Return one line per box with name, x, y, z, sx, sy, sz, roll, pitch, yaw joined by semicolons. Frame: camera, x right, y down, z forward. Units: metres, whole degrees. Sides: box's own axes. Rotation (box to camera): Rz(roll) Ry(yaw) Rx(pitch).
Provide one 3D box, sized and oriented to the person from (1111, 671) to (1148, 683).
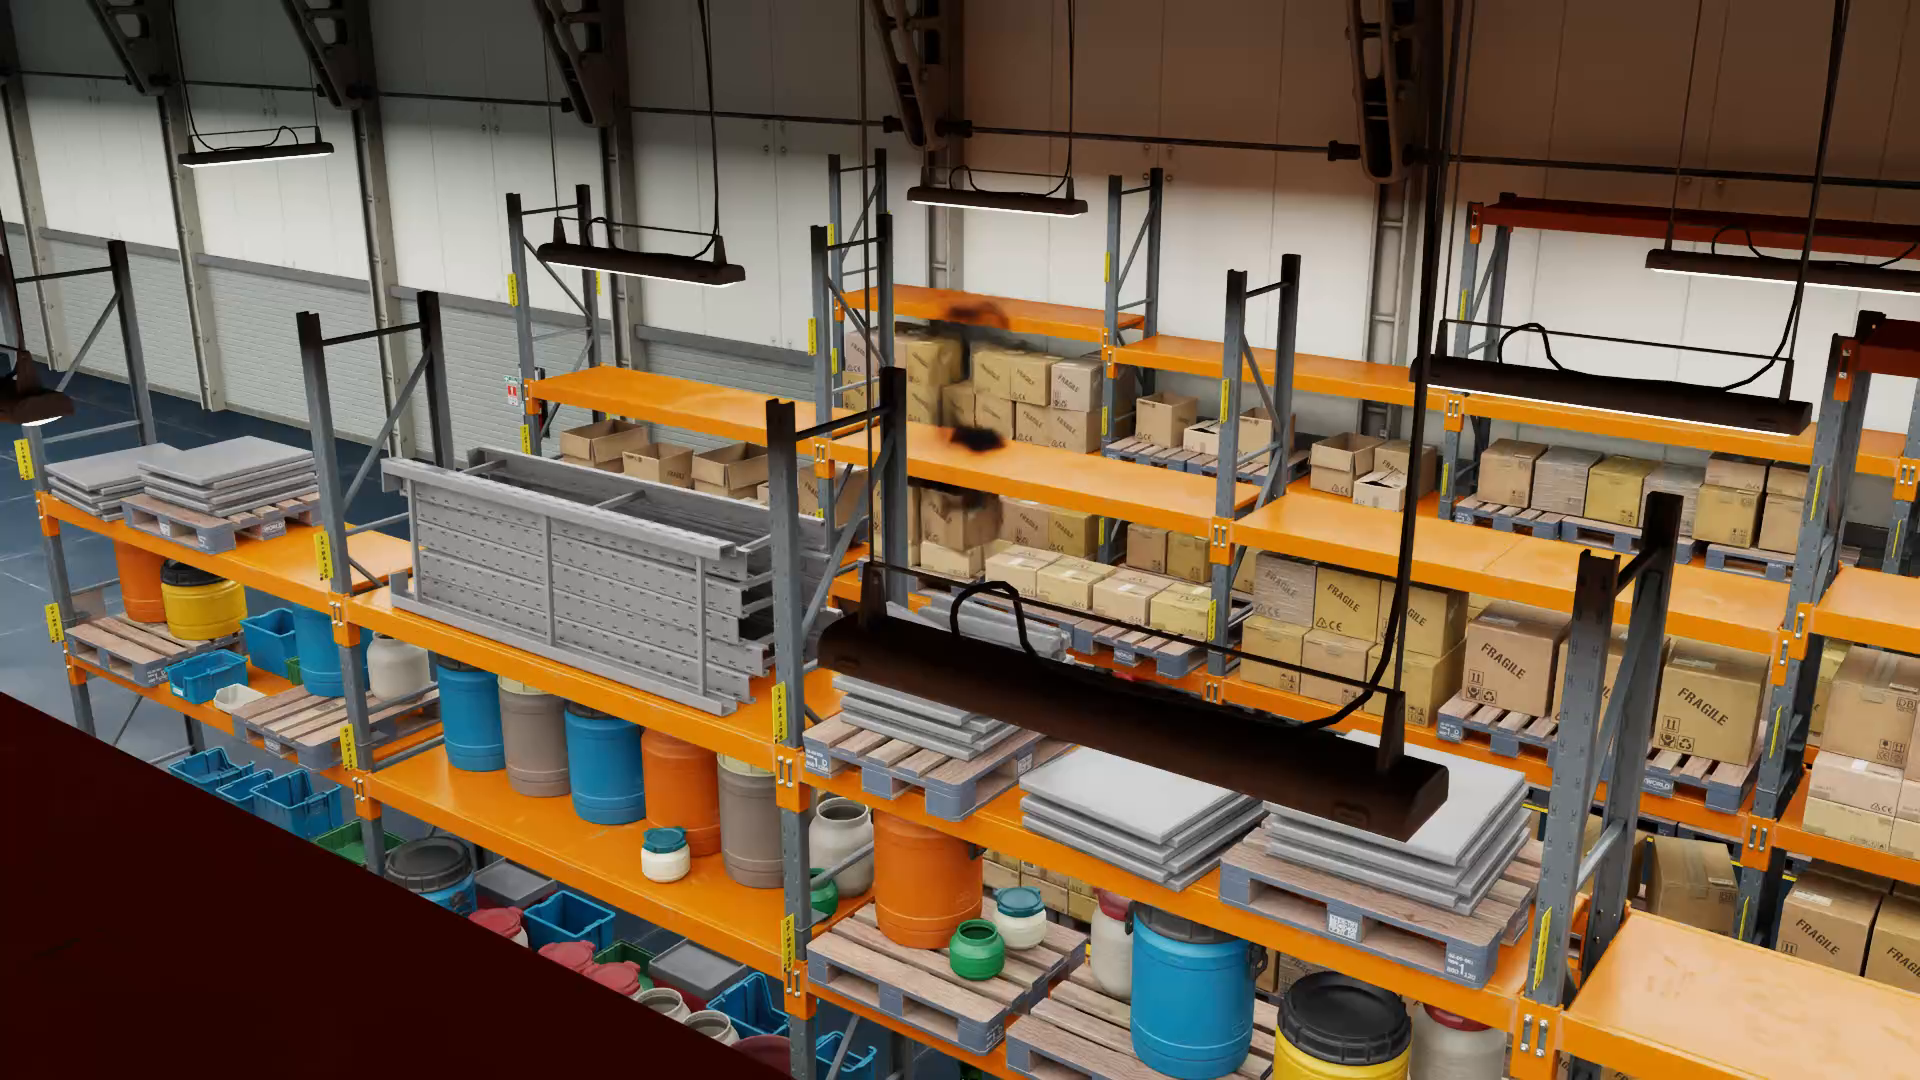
person;1.706;1.376;16.997;0.383;0.679;0.636;13;22;33
